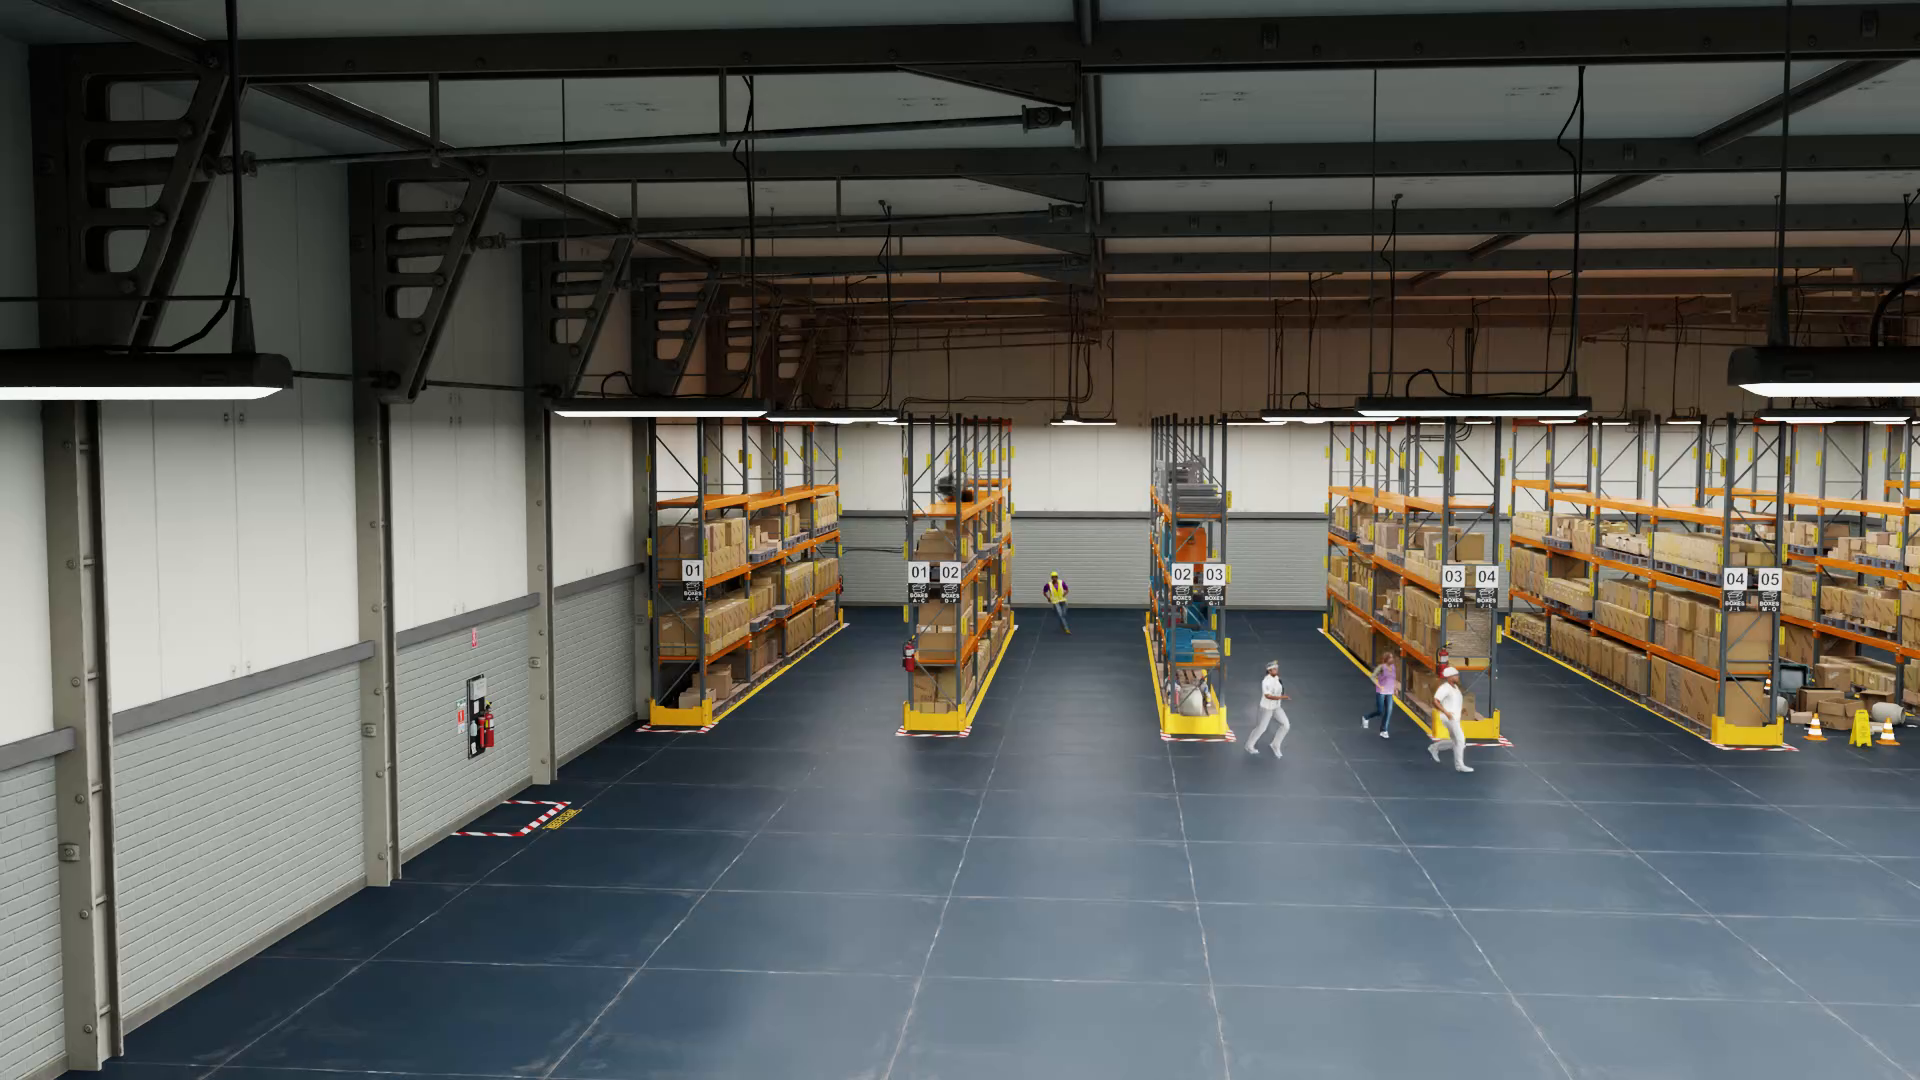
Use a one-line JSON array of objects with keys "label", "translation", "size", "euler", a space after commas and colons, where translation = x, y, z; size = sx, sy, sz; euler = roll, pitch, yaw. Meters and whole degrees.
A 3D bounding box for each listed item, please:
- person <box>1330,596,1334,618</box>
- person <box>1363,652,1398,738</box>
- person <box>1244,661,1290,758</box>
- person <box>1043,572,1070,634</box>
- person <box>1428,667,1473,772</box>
[{"label": "person", "translation": [10.902, 1.620, 47.999], "size": [0.756, 1.803, 0.660], "euler": [1, 4, 19]}, {"label": "person", "translation": [7.928, 2.862, 30.998], "size": [0.599, 1.545, 0.769], "euler": [-2, 4, -22]}, {"label": "person", "translation": [5.408, 2.937, 28.907], "size": [0.842, 1.709, 0.584], "euler": [4, 5, 44]}, {"label": "person", "translation": [2.698, 1.741, 46.520], "size": [0.704, 1.720, 0.923], "euler": [-1, 4, -11]}, {"label": "person", "translation": [8.187, 2.988, 27.784], "size": [0.810, 1.737, 0.732], "euler": [3, 5, 33]}]
